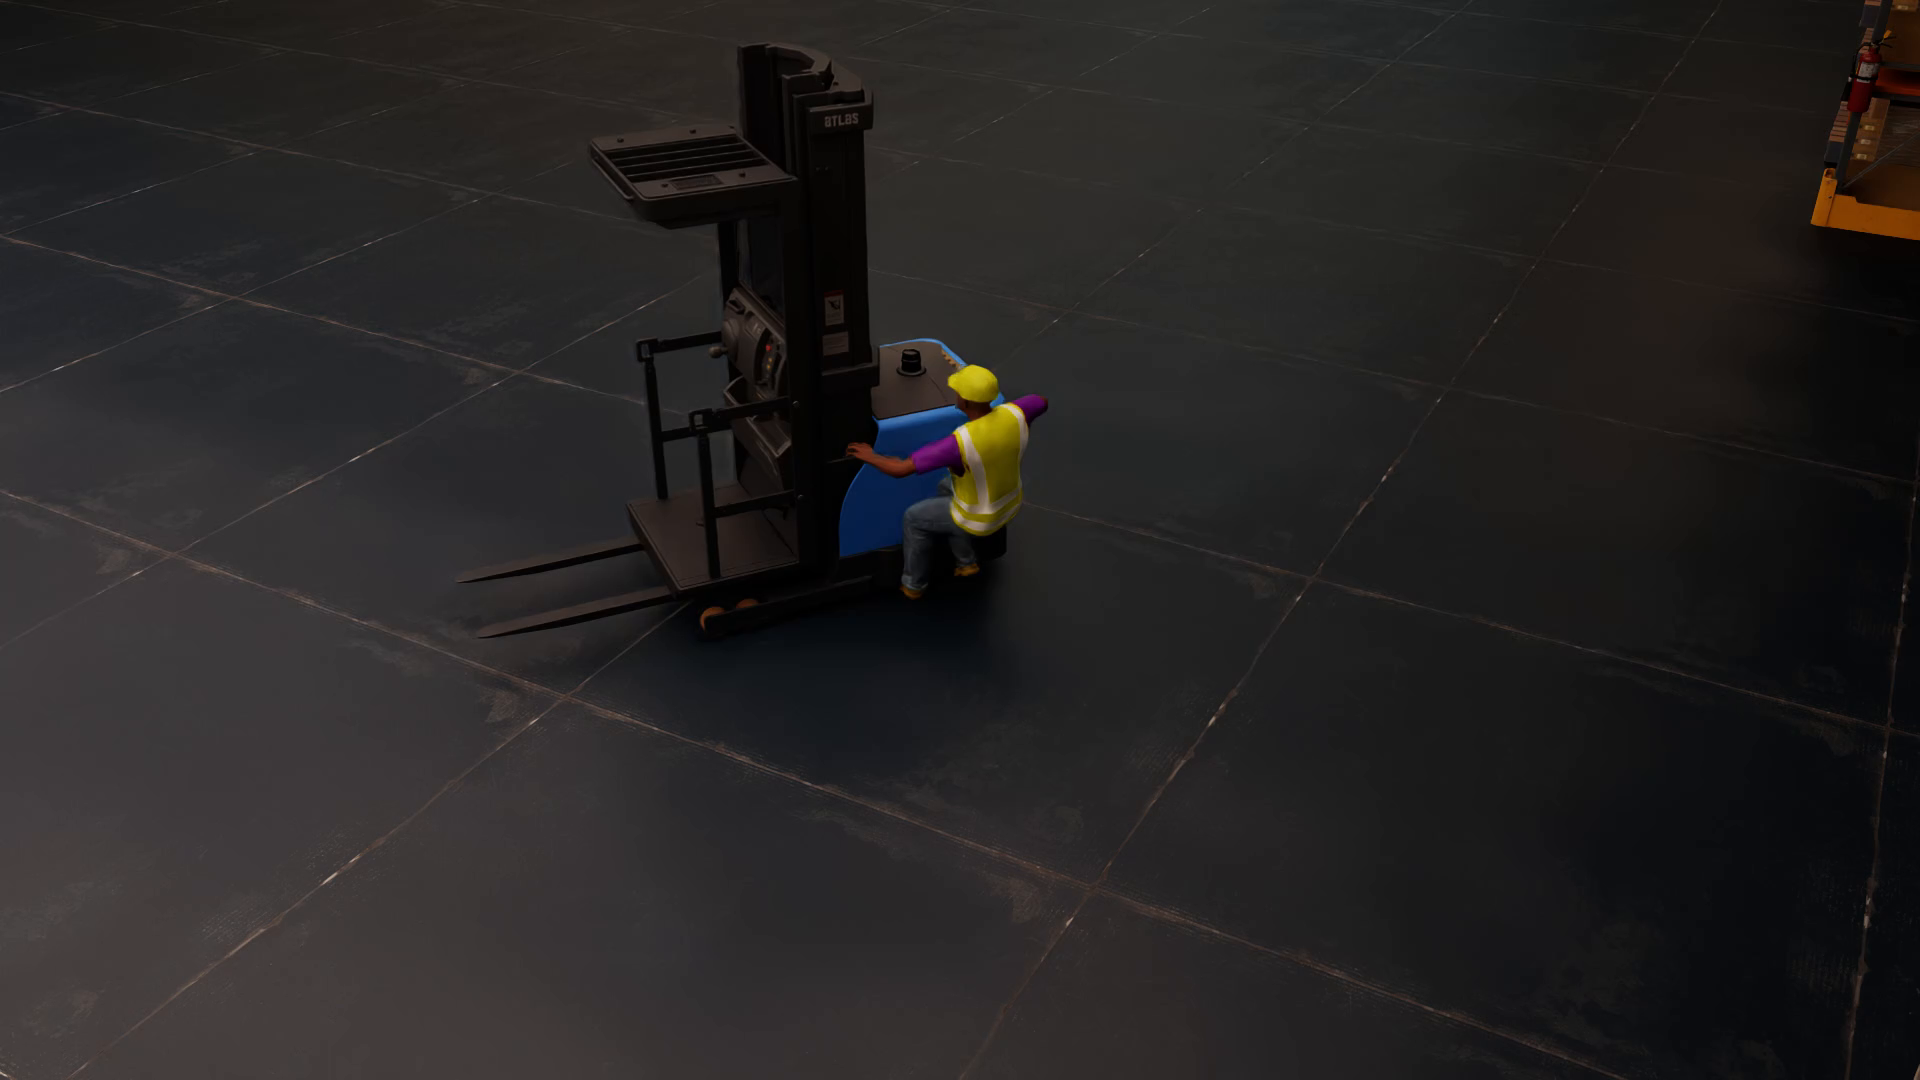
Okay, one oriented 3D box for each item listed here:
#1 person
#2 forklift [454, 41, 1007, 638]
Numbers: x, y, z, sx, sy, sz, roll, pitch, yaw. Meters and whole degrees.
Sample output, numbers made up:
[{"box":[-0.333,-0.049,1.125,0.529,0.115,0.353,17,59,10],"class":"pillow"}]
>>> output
[{"box":[-0.037,-0.333,9.062,0.876,1.532,1.108,22,37,33],"class":"person"},{"box":[-1.288,-1.039,8.870,3.031,2.935,1.130,-13,32,-21],"class":"forklift"}]
